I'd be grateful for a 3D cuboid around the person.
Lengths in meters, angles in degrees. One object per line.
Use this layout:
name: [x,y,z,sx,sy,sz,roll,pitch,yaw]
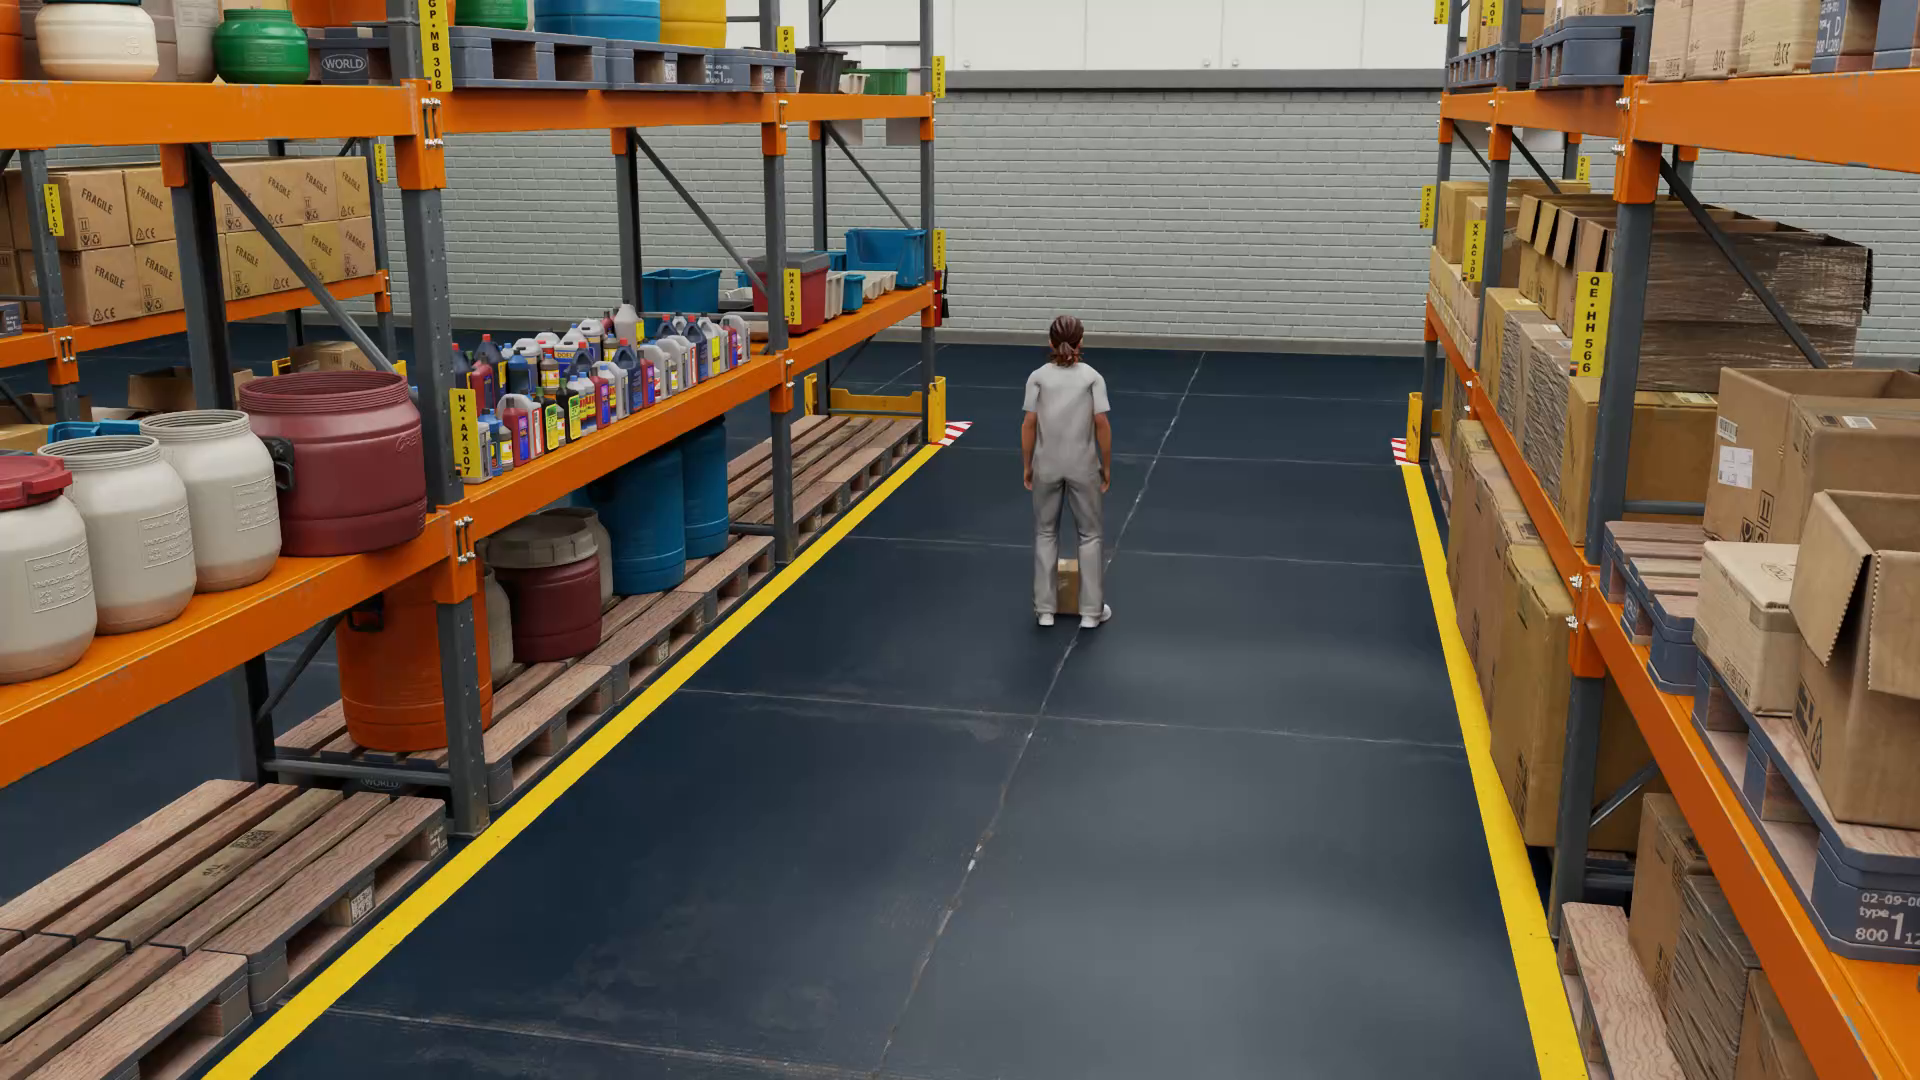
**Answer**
person: [0.573,-0.363,8.898,0.494,1.672,0.361,2,15,9]
